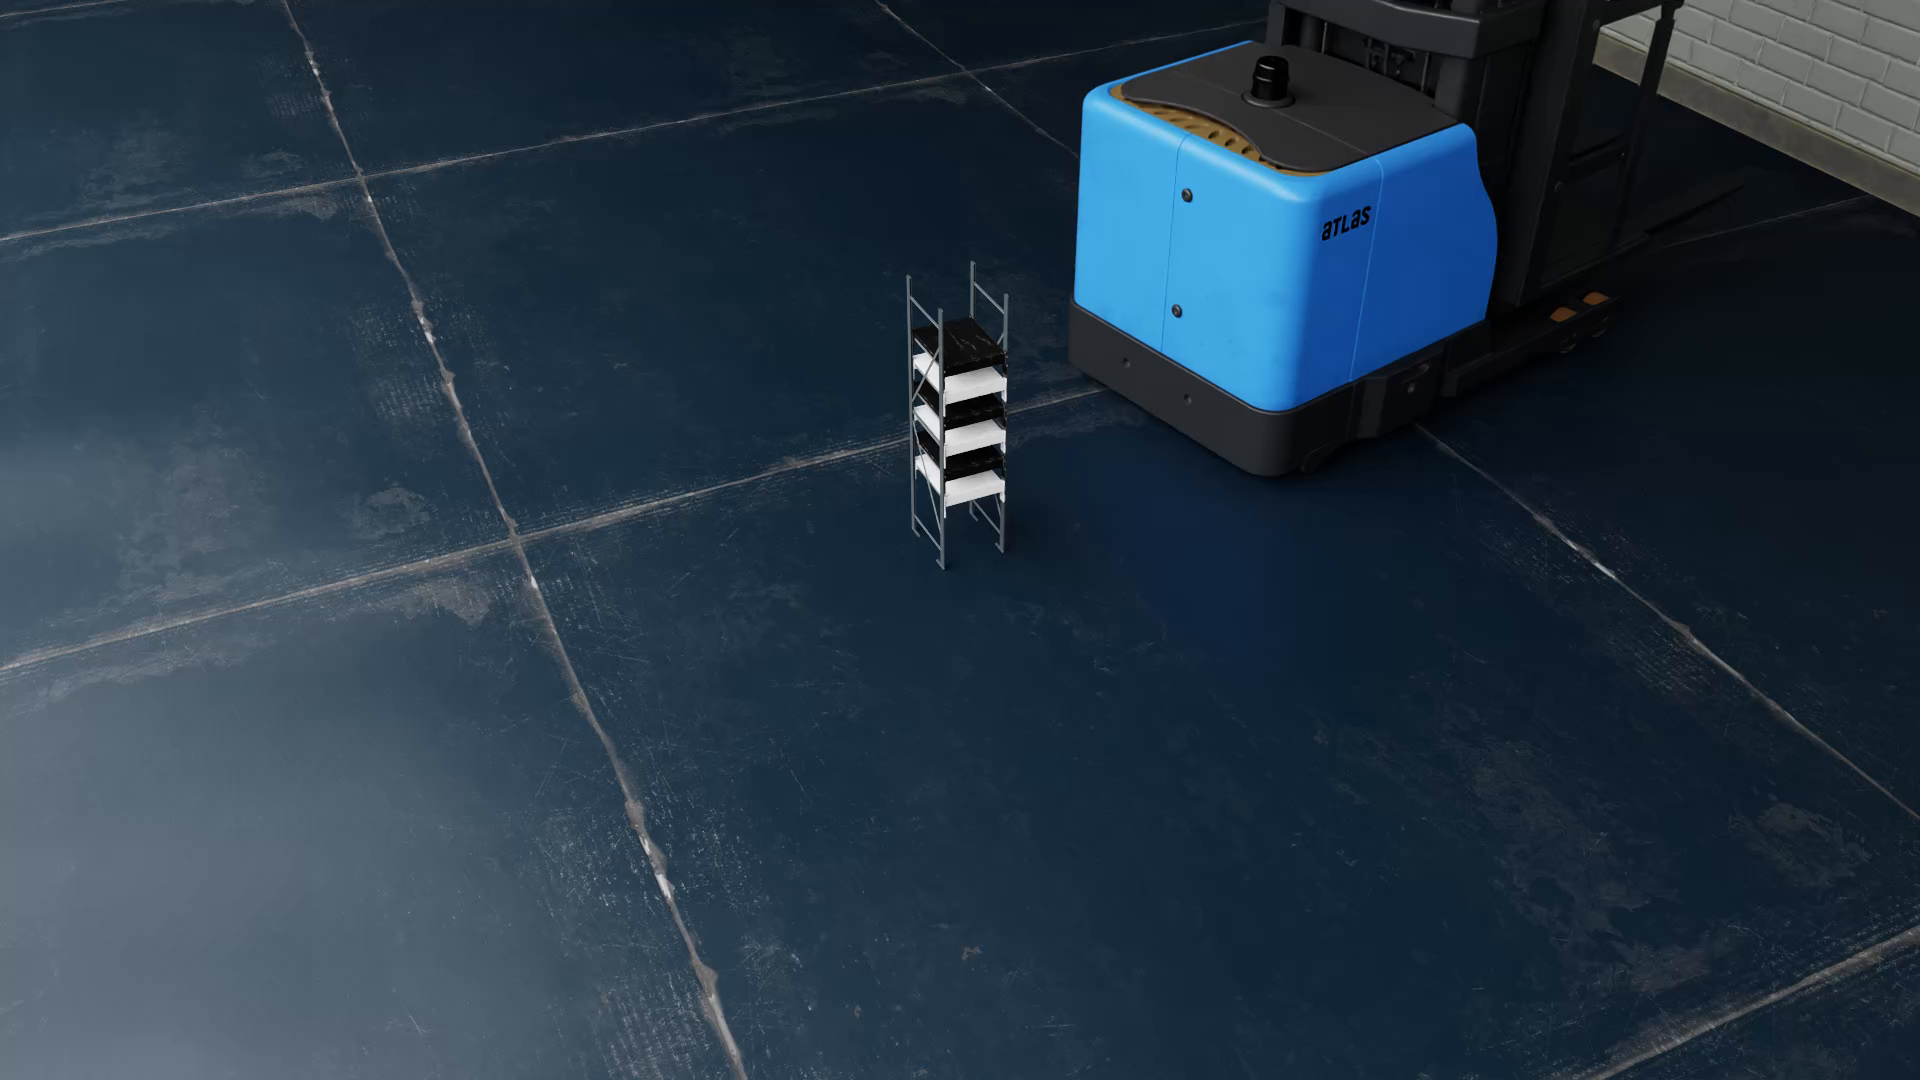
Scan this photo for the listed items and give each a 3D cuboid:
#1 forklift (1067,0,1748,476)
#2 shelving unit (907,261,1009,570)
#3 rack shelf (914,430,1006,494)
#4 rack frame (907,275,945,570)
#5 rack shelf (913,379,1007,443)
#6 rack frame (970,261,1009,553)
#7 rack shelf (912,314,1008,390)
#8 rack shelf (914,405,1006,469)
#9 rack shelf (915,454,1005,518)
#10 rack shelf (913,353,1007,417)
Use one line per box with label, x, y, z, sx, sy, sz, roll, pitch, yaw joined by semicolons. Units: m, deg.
forklift;1.864;-2.099;5.619;3.031;2.935;1.130;-25;43;-29
shelving unit;-0.007;-0.359;4.979;0.210;0.900;0.258;-16;39;-20
rack shelf;-0.007;-0.260;5.053;0.200;0.077;0.258;-16;39;-20
rack frame;-0.099;-0.334;4.944;0.006;0.900;0.240;-16;39;-20
rack shelf;-0.007;-0.405;4.945;0.200;0.077;0.258;-16;39;-20
rack frame;0.085;-0.385;5.014;0.006;0.900;0.240;-16;39;-20
rack shelf;-0.007;-0.549;4.838;0.200;0.077;0.258;-16;39;-20
rack shelf;-0.007;-0.333;4.999;0.200;0.077;0.258;-16;39;-20
rack shelf;-0.007;-0.188;5.106;0.200;0.077;0.258;-16;39;-20
rack shelf;-0.007;-0.477;4.892;0.200;0.077;0.258;-16;39;-20
